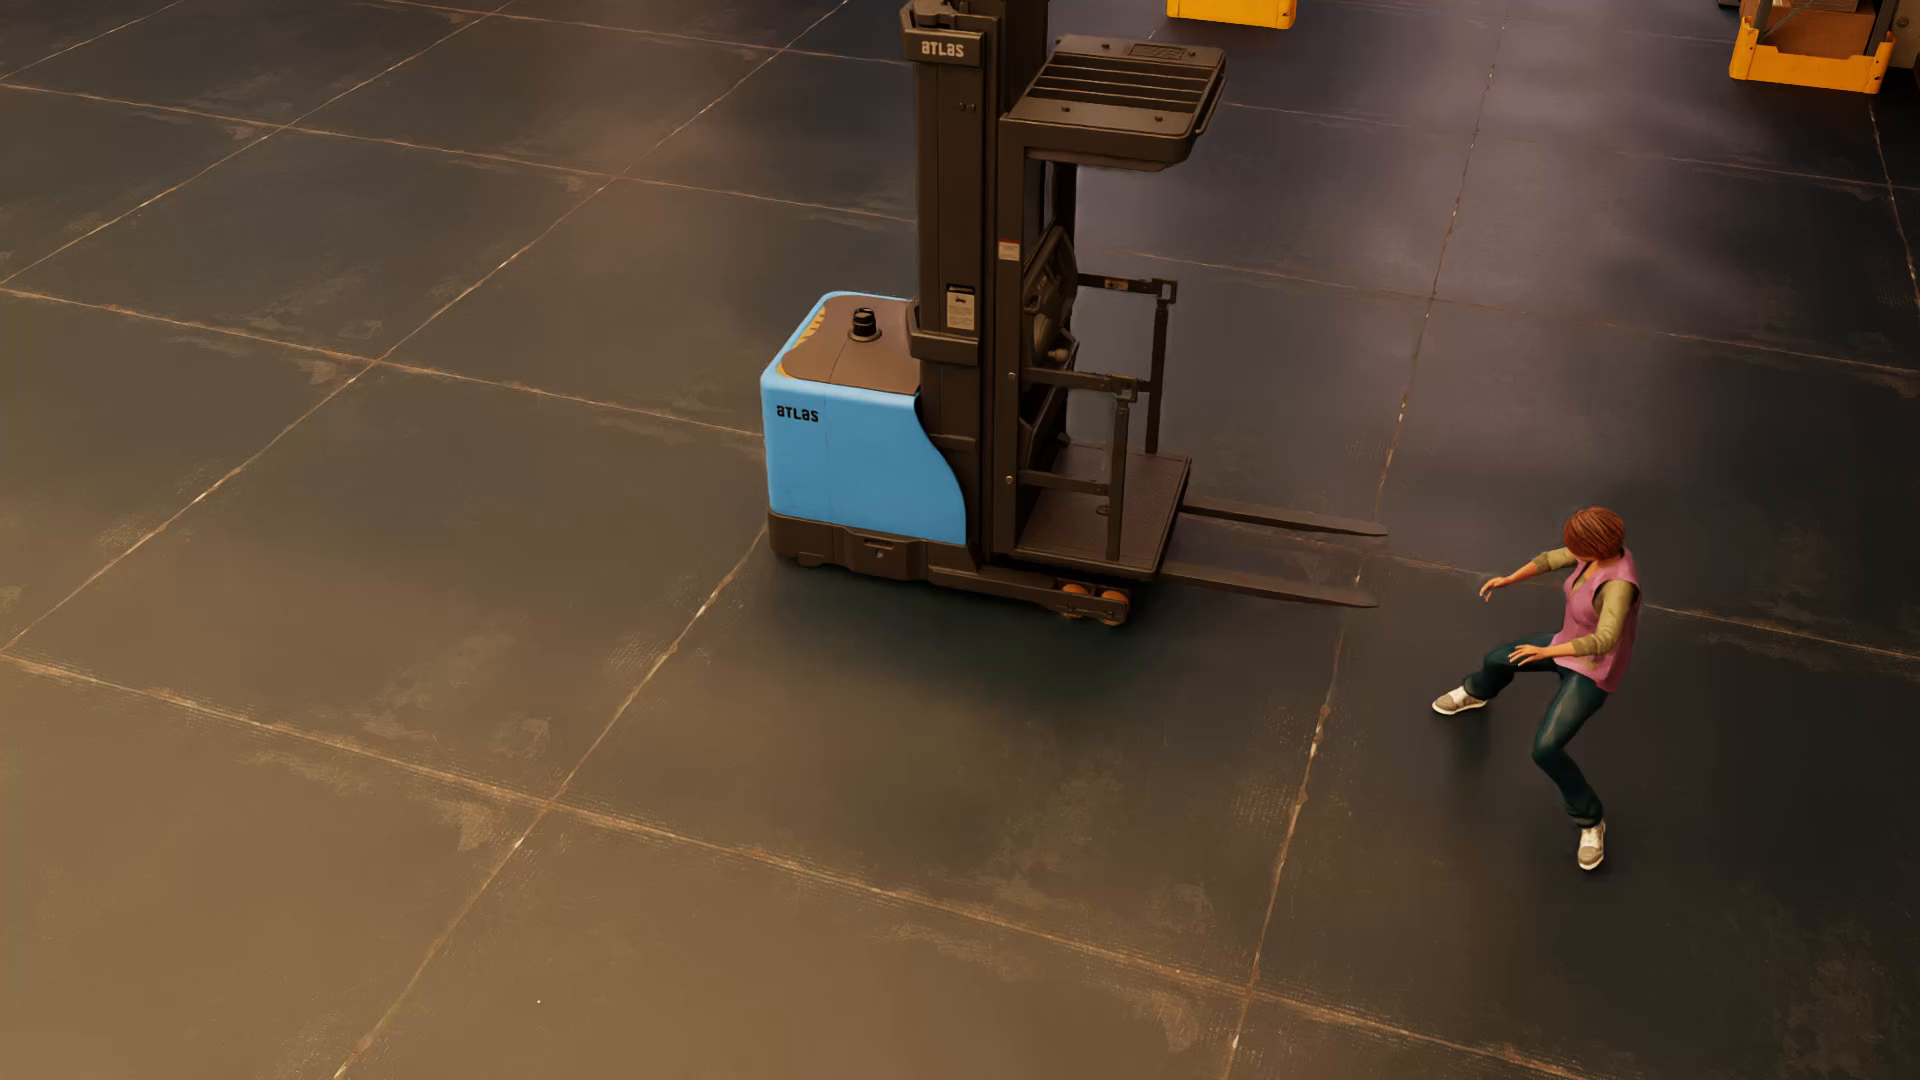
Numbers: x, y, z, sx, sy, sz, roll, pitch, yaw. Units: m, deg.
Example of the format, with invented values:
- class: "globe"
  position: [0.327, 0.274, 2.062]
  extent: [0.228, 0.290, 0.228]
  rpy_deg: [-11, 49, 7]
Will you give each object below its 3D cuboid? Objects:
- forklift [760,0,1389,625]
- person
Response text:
- class: "forklift"
  position: [0.604, -1.126, 7.699]
  extent: [3.031, 2.935, 1.130]
  rpy_deg: [9, 36, 13]
- class: "person"
  position: [2.408, 0.474, 6.775]
  extent: [0.599, 1.390, 1.106]
  rpy_deg: [2, 35, 3]
